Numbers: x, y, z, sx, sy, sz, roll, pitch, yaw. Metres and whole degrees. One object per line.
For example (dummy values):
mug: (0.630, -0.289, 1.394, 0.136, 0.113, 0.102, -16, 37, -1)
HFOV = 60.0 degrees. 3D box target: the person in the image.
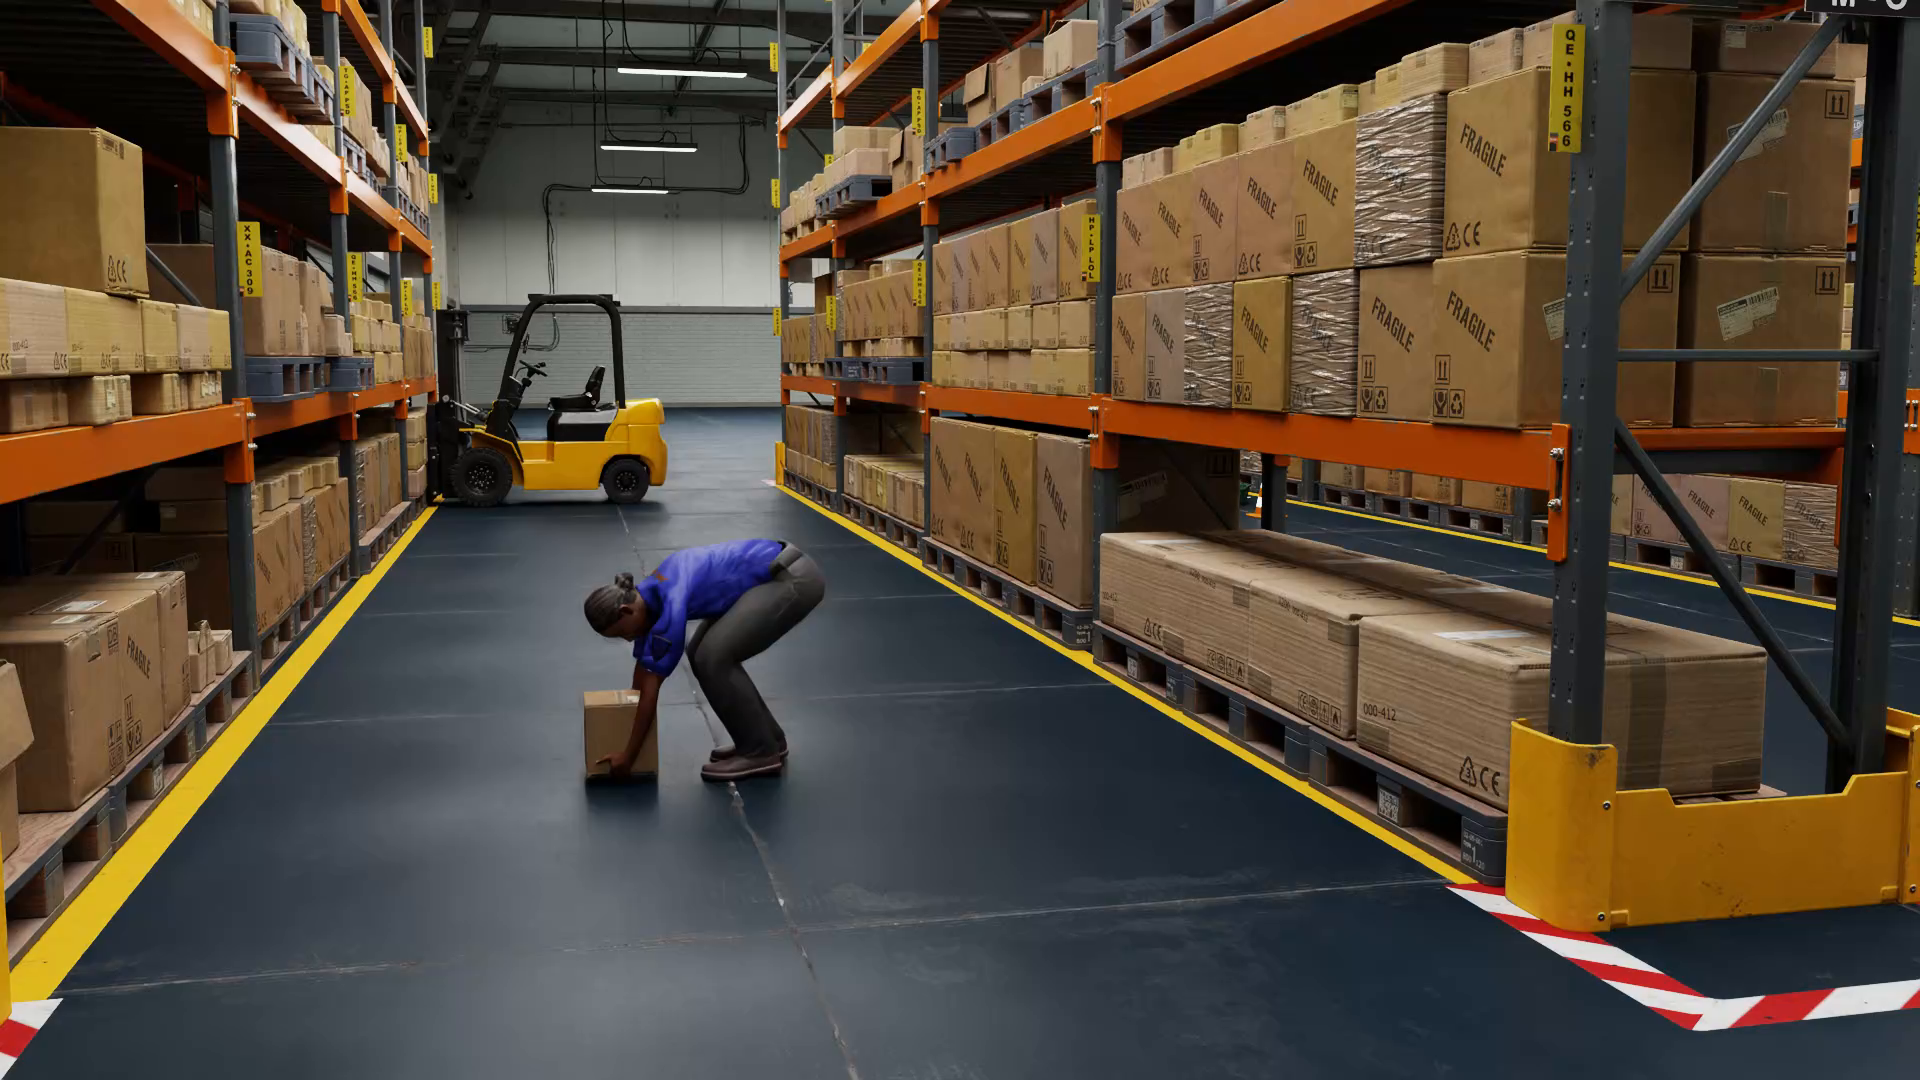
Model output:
person: (-0.918, 0.426, 6.033, 0.866, 0.851, 0.453, -2, 6, -16)
